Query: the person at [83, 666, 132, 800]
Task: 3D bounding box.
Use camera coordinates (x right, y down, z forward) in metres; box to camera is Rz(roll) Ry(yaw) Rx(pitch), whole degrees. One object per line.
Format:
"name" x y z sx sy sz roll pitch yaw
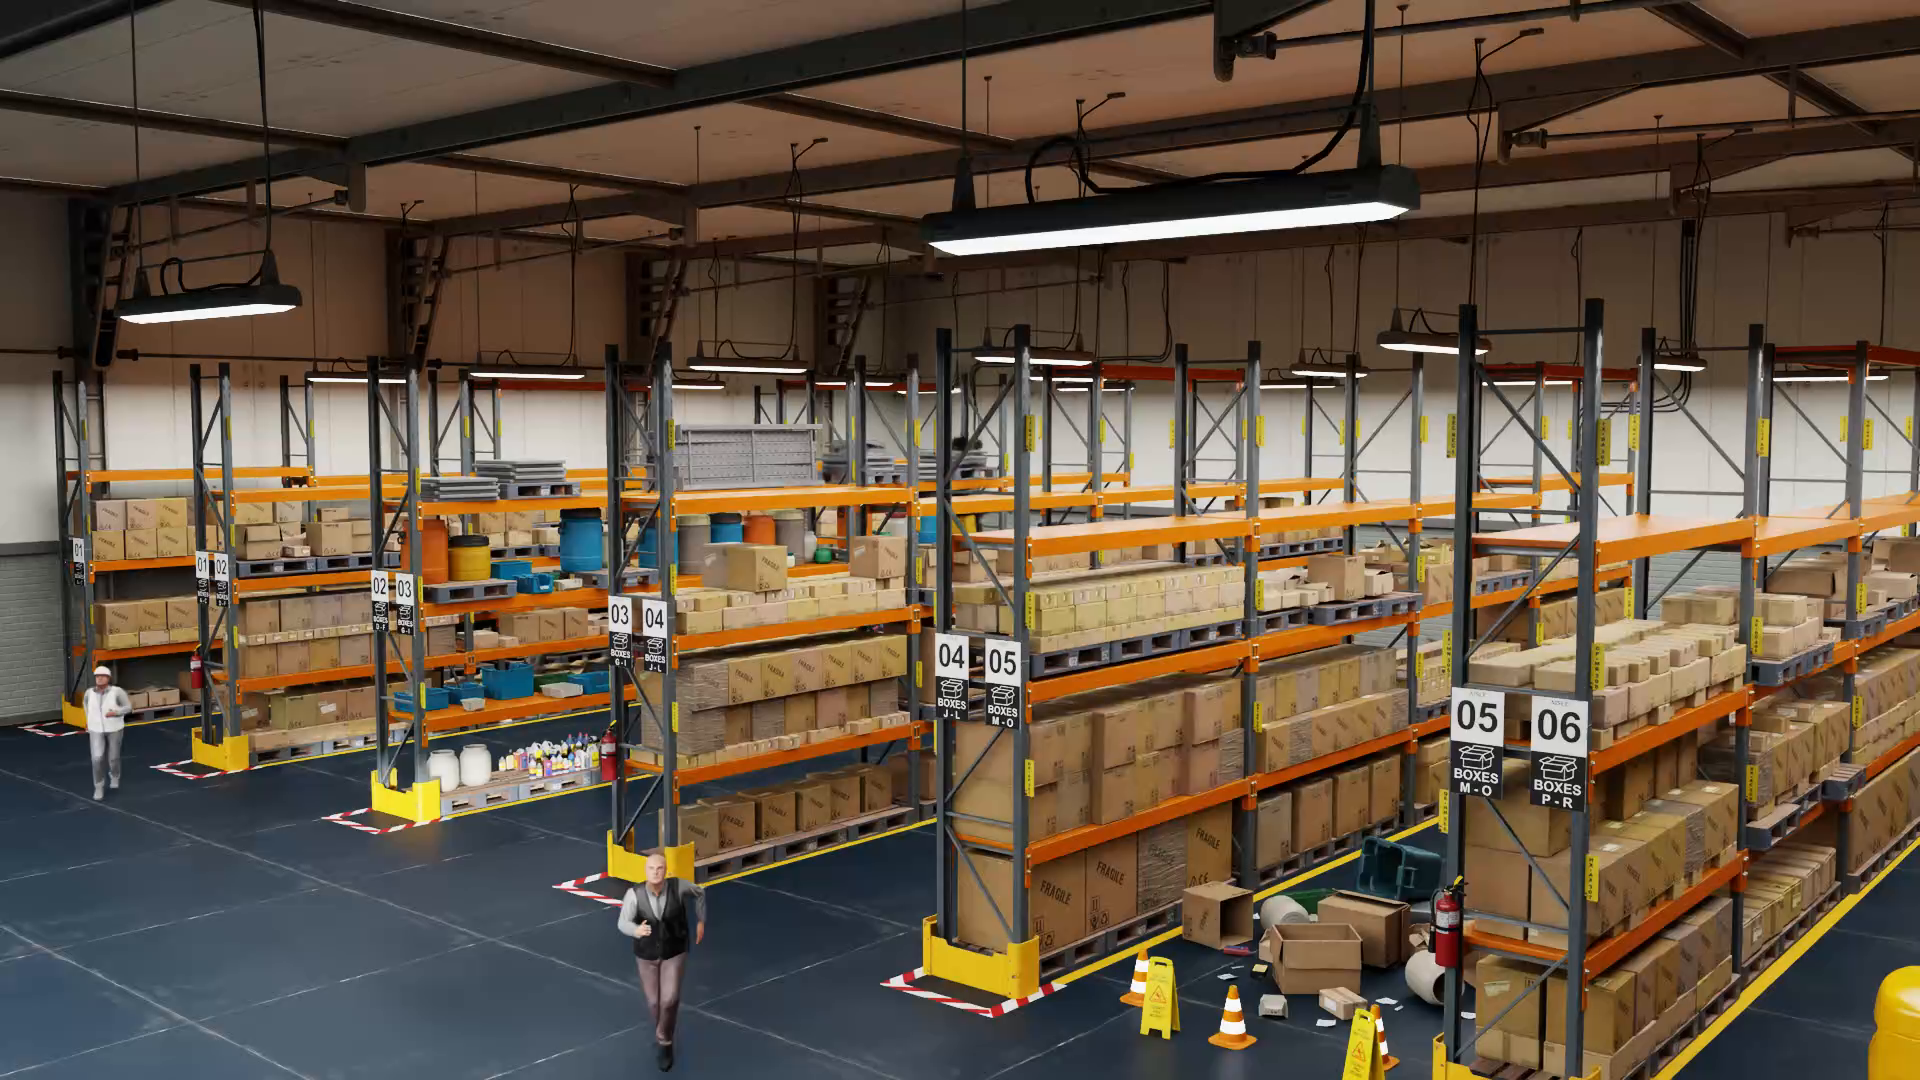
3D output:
"person" -11.733 2.639 22.894 0.643 1.835 0.772 -1 4 -18

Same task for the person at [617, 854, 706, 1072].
"person" -2.388 3.349 13.325 0.680 1.728 0.820 0 4 -5

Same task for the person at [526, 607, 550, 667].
"person" -8.059 2.076 31.705 0.615 1.645 0.643 3 5 34

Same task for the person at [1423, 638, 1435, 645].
"person" 7.564 2.424 26.814 0.687 1.680 0.549 -3 5 -38
